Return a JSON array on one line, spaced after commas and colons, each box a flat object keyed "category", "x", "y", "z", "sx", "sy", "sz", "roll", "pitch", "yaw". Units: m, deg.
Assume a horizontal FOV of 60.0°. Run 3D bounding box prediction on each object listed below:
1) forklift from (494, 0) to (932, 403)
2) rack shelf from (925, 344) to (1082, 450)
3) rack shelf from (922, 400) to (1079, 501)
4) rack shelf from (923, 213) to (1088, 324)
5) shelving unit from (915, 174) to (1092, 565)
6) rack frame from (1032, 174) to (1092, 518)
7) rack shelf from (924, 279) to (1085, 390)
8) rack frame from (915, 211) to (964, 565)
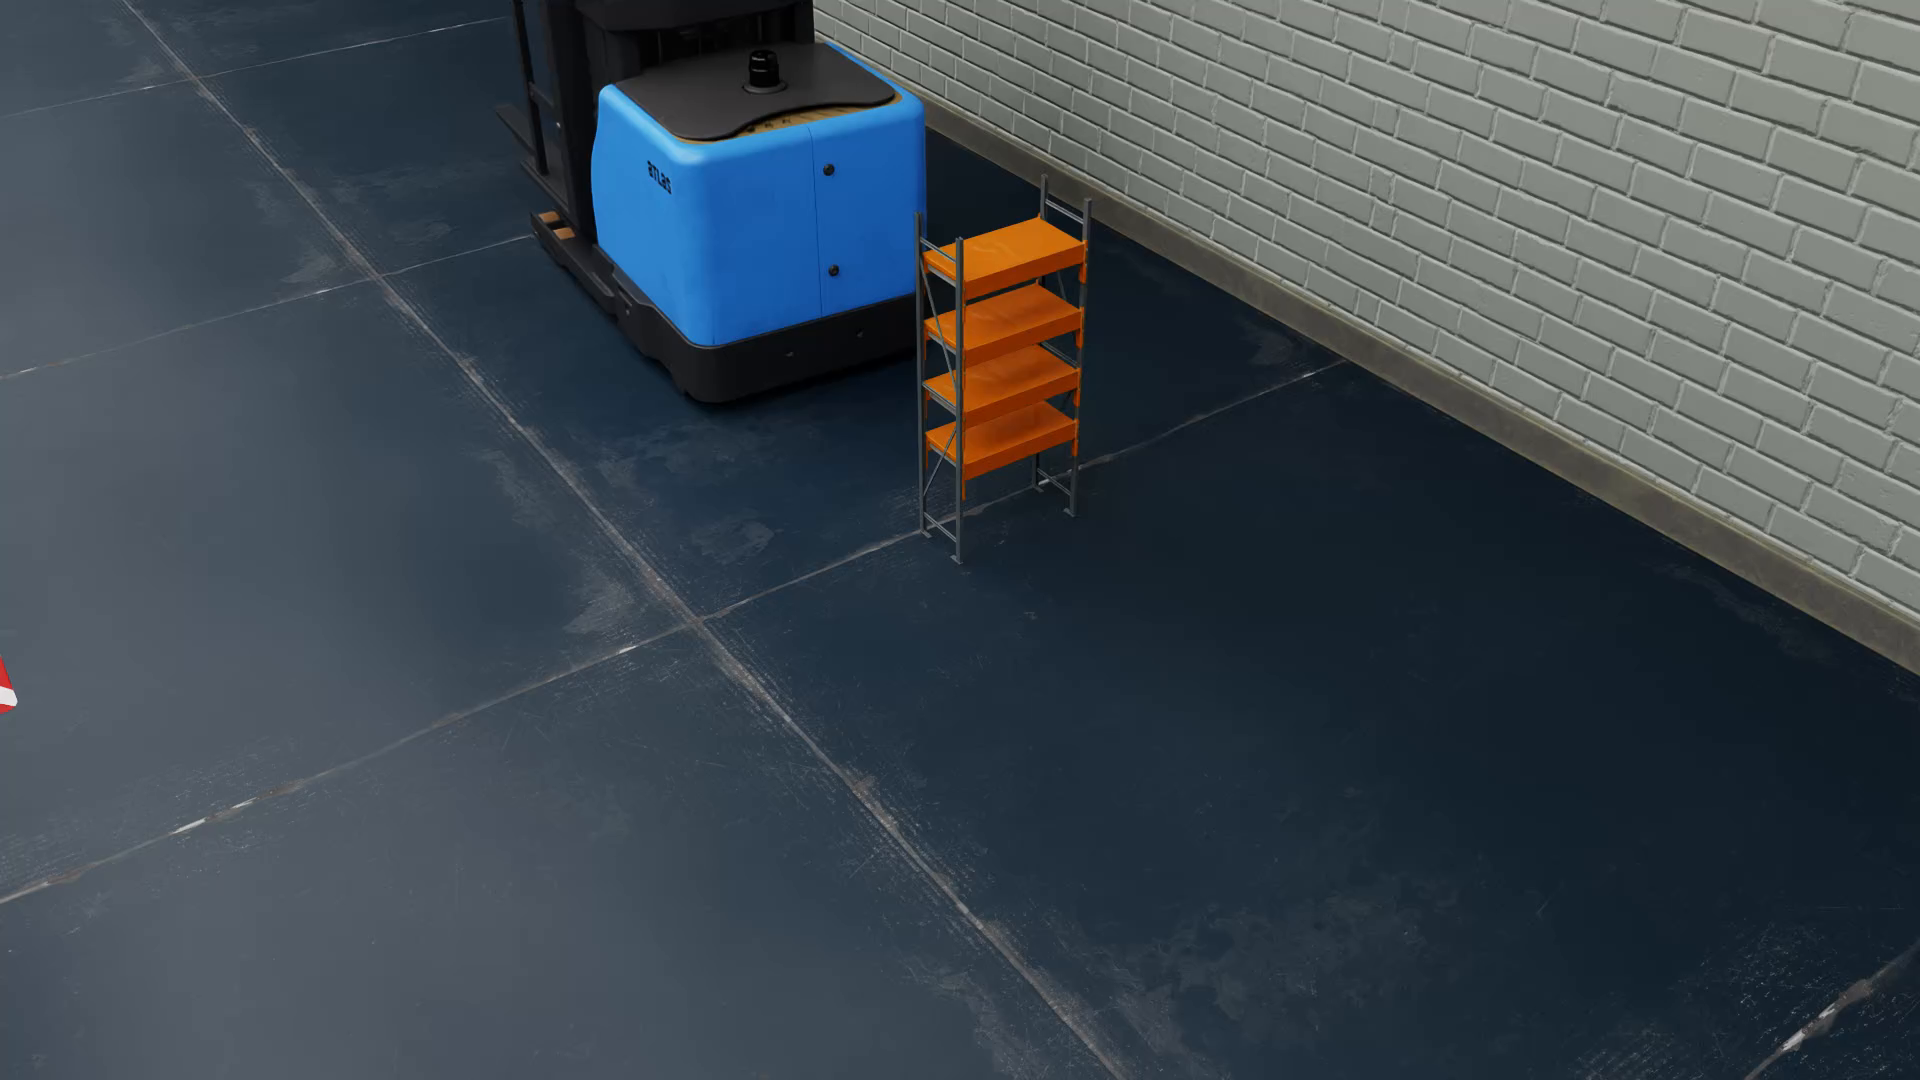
[{"category": "forklift", "x": -1.298, "y": -2.548, "z": 6.783, "sx": 1.130, "sy": 2.935, "sz": 3.031, "roll": -19, "pitch": 40, "yaw": -24}, {"category": "rack shelf", "x": 0.135, "y": -0.488, "z": 5.516, "sx": 0.480, "sy": 0.148, "sz": 0.258, "roll": -22, "pitch": 41, "yaw": -28}, {"category": "rack shelf", "x": 0.135, "y": -0.327, "z": 5.632, "sx": 0.480, "sy": 0.148, "sz": 0.258, "roll": -22, "pitch": 41, "yaw": -28}, {"category": "rack shelf", "x": 0.135, "y": -0.862, "z": 5.248, "sx": 0.480, "sy": 0.148, "sz": 0.258, "roll": -22, "pitch": 41, "yaw": -28}, {"category": "shelving unit", "x": 0.135, "y": -0.543, "z": 5.477, "sx": 0.503, "sy": 1.200, "sz": 0.258, "roll": -22, "pitch": 41, "yaw": -28}, {"category": "rack frame", "x": 0.335, "y": -0.625, "z": 5.591, "sx": 0.015, "sy": 1.200, "sz": 0.240, "roll": -22, "pitch": 41, "yaw": -28}, {"category": "rack shelf", "x": 0.135, "y": -0.670, "z": 5.386, "sx": 0.480, "sy": 0.148, "sz": 0.258, "roll": -22, "pitch": 41, "yaw": -28}, {"category": "rack frame", "x": -0.064, "y": -0.461, "z": 5.363, "sx": 0.015, "sy": 1.200, "sz": 0.240, "roll": -22, "pitch": 41, "yaw": -28}]
